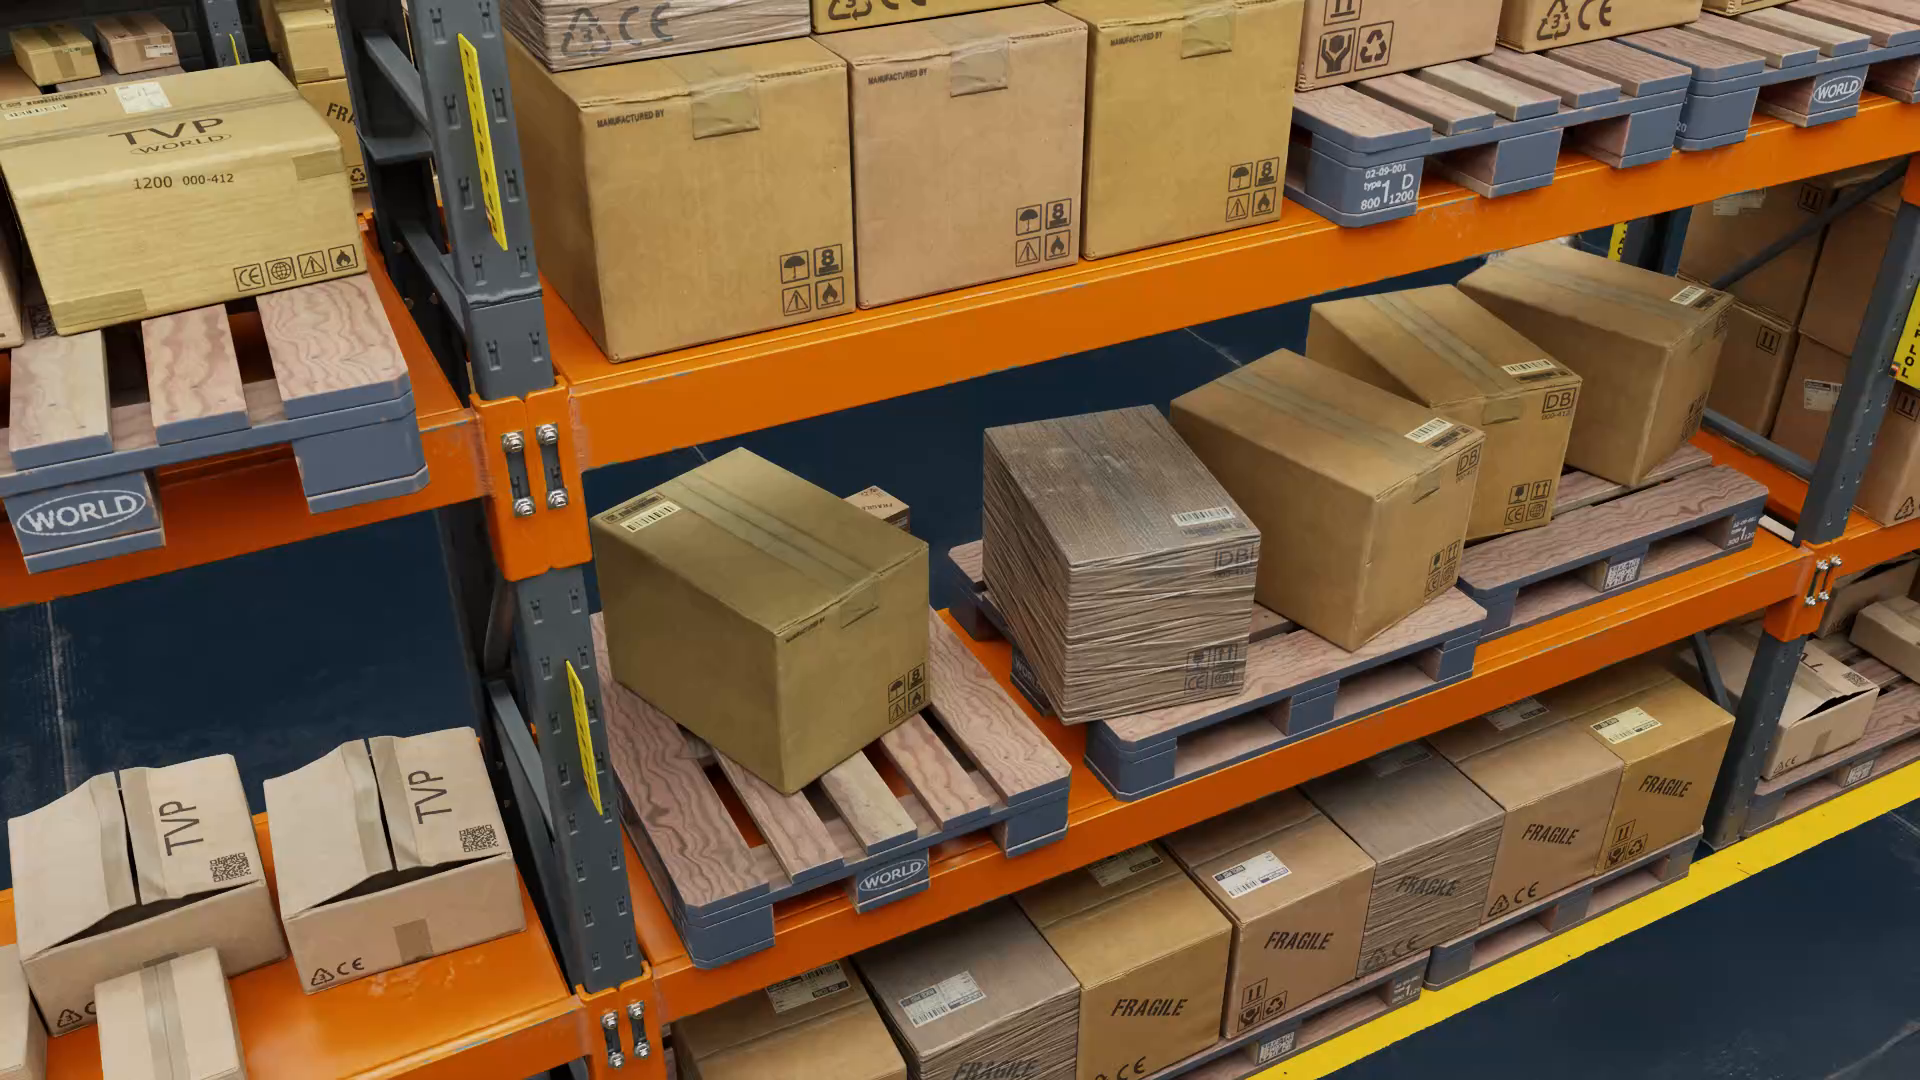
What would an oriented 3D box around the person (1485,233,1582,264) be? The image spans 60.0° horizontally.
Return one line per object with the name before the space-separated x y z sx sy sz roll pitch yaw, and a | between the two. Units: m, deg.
person | 2.627 -1.043 7.721 0.463 1.808 0.530 -13 35 -20
